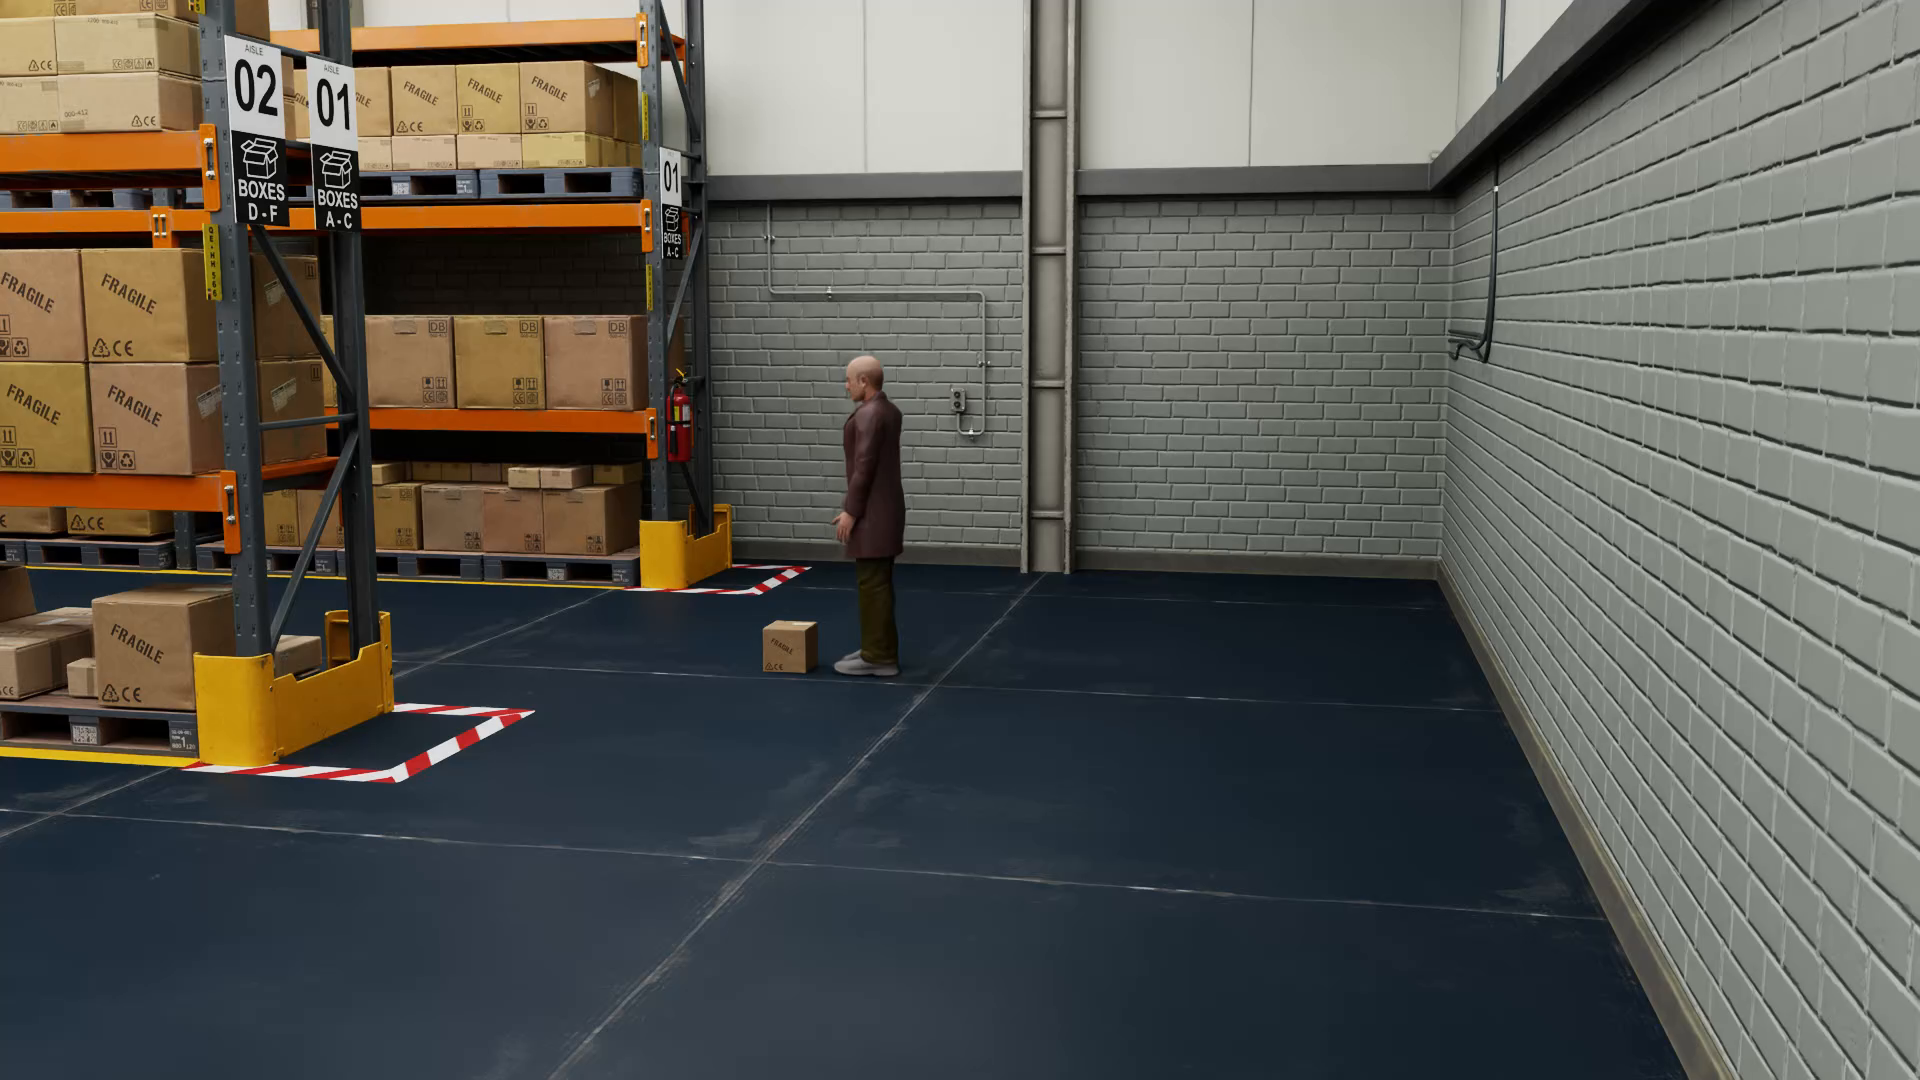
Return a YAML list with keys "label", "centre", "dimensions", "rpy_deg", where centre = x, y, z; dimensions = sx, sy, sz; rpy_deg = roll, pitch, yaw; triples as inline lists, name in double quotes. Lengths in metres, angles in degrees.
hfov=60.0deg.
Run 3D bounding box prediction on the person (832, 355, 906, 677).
- label: "person"
  centre: [-0.528, -0.129, 9.340]
  dimensions: [0.430, 1.806, 0.572]
  rpy_deg: [2, 8, 11]
